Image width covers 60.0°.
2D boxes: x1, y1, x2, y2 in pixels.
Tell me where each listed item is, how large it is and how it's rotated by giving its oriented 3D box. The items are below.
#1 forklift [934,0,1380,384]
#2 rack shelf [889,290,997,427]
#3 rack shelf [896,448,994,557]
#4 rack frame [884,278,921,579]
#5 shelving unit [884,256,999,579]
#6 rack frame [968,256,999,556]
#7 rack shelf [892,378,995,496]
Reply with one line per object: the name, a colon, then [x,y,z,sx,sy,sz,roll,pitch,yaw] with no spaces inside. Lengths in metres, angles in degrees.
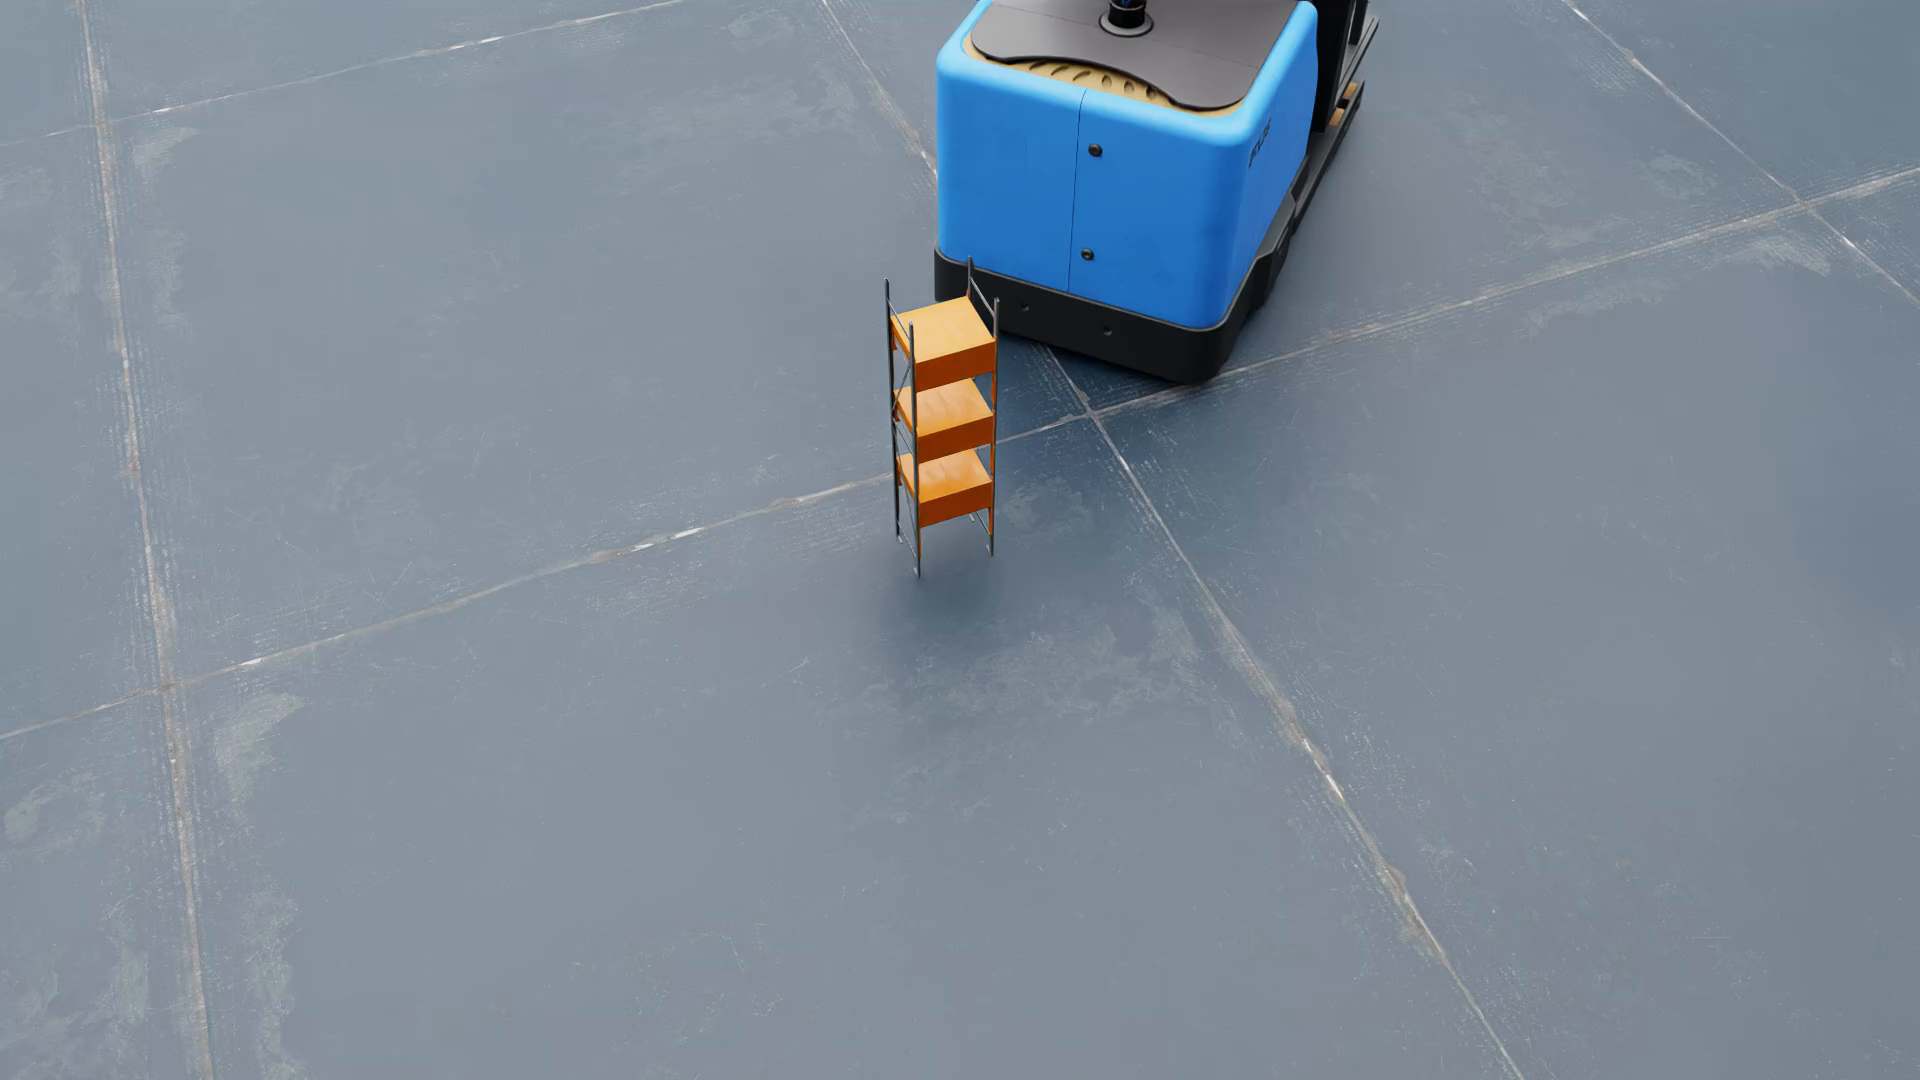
forklift: [0.968,-2.619,5.567,1.130,2.935,3.031,19,52,15]
rack shelf: [-0.050,-0.505,4.631,0.240,0.259,0.215,-17,52,-14]
rack shelf: [-0.050,-0.139,5.057,0.240,0.259,0.215,-17,52,-14]
rack frame: [-0.162,-0.292,4.808,0.008,1.050,0.200,-17,52,-14]
shelving unit: [-0.050,-0.327,4.839,0.252,1.050,0.215,-17,52,-14]
rack frame: [0.063,-0.362,4.869,0.008,1.050,0.200,-17,52,-14]
rack shelf: [-0.050,-0.320,4.847,0.240,0.259,0.215,-17,52,-14]
